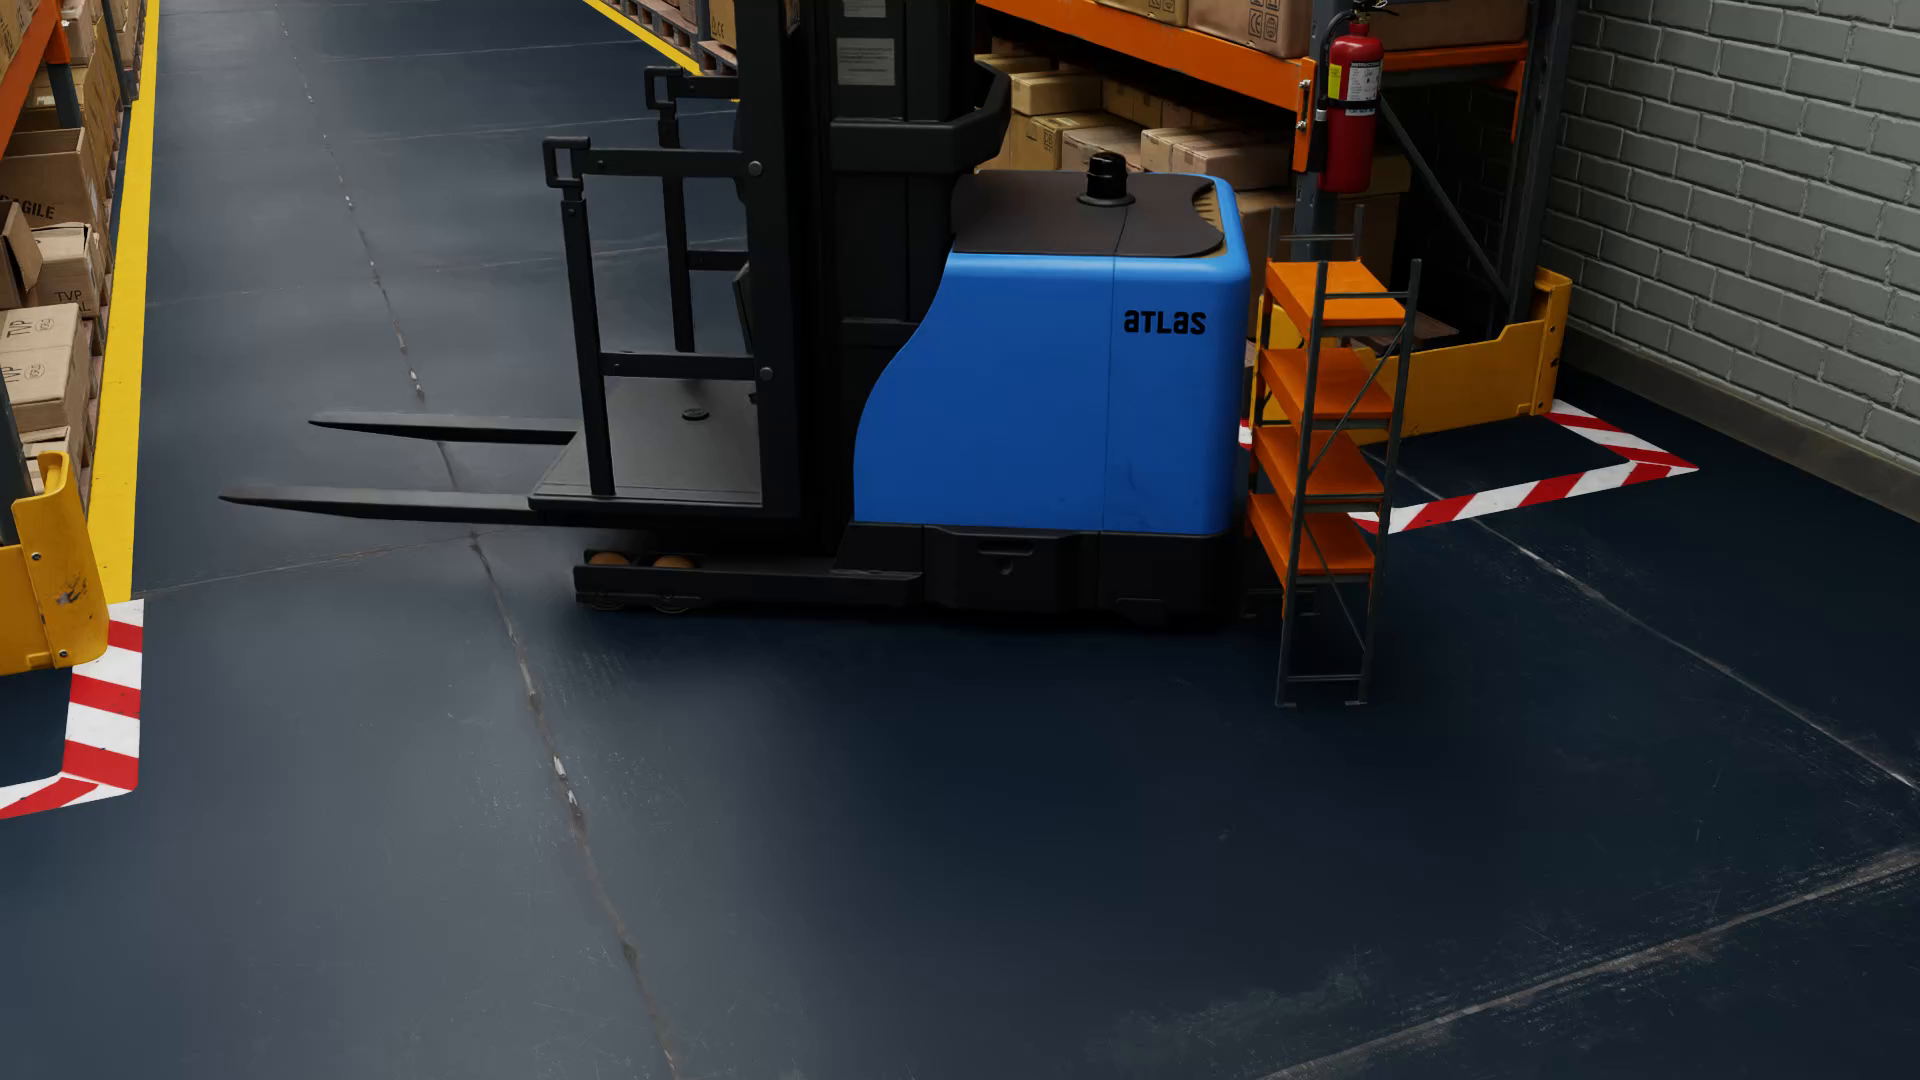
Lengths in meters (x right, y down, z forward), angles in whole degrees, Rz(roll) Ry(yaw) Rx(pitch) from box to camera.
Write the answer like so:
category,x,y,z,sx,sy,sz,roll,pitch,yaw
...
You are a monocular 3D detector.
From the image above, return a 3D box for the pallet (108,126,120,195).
category,x,y,z,sx,sy,sz,roll,pitch,yaw
pallet,-5.327,-2.133,9.378,1.003,0.211,1.213,-11,28,-21

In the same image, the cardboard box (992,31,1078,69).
category,x,y,z,sx,sy,sz,roll,pitch,yaw
cardboard box,0.389,-2.554,8.693,0.380,0.149,0.250,-11,28,-21

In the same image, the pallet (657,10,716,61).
category,x,y,z,sx,sy,sz,roll,pitch,yaw
pallet,-1.806,-4.101,13.409,1.003,0.211,1.213,-11,28,-21

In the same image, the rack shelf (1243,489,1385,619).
category,x,y,z,sx,sy,sz,roll,pitch,yaw
rack shelf,0.933,0.027,4.434,0.258,0.148,0.480,-1,26,-3

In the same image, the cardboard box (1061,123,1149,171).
category,x,y,z,sx,sy,sz,roll,pitch,yaw
cardboard box,0.871,-1.545,7.365,0.700,0.500,0.500,-12,28,-22

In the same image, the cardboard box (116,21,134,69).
category,x,y,z,sx,sy,sz,roll,pitch,yaw
cardboard box,-5.993,-3.401,11.452,0.500,0.250,0.500,-11,28,-21

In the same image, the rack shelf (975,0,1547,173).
category,x,y,z,sx,sy,sz,roll,pitch,yaw
rack shelf,0.848,-2.293,7.348,1.077,0.370,4.000,-11,28,-21

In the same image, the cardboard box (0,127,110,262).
category,x,y,z,sx,sy,sz,roll,pitch,yaw
cardboard box,-4.008,-1.464,7.178,0.500,0.500,0.500,-11,28,-21

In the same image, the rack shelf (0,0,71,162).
category,x,y,z,sx,sy,sz,roll,pitch,yaw
rack shelf,-3.709,-1.440,5.601,1.077,0.370,4.000,-11,28,-21

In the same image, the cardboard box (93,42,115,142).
category,x,y,z,sx,sy,sz,roll,pitch,yaw
cardboard box,-5.063,-2.503,9.306,0.500,0.500,0.500,-12,28,-23

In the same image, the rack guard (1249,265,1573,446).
category,x,y,z,sx,sy,sz,roll,pitch,yaw
rack guard,1.641,-0.676,6.065,1.175,0.500,0.348,-11,28,-21

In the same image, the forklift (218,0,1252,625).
category,x,y,z,sx,sy,sz,roll,pitch,yaw
forklift,-0.699,-1.331,4.635,3.031,2.935,1.130,2,26,5

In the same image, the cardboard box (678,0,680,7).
category,x,y,z,sx,sy,sz,roll,pitch,yaw
cardboard box,-1.926,-4.623,13.646,0.700,0.500,0.500,-11,28,-21

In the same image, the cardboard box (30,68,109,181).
category,x,y,z,sx,sy,sz,roll,pitch,yaw
cardboard box,-4.676,-2.096,8.472,0.500,0.500,0.500,-10,28,-20

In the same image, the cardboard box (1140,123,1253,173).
category,x,y,z,sx,sy,sz,roll,pitch,yaw
cardboard box,0.946,-1.555,6.647,0.380,0.149,0.250,-10,28,-19

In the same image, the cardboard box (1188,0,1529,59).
category,x,y,z,sx,sy,sz,roll,pitch,yaw
cardboard box,1.422,-2.148,5.888,0.980,0.700,0.700,-9,28,-18

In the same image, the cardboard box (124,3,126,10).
category,x,y,z,sx,sy,sz,roll,pitch,yaw
cardboard box,-6.207,-3.863,11.760,0.500,0.311,0.500,-11,28,-22

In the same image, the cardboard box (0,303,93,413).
category,x,y,z,sx,sy,sz,roll,pitch,yaw
cardboard box,-3.269,-0.590,5.673,0.500,0.250,0.500,-11,28,-21

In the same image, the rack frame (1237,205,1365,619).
category,x,y,z,sx,sy,sz,roll,pitch,yaw
rack frame,0.921,-0.319,4.536,0.240,1.200,0.015,-1,26,-3

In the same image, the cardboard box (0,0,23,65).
category,x,y,z,sx,sy,sz,roll,pitch,yaw
cardboard box,-3.452,-1.838,5.482,0.500,0.500,0.500,-10,28,-20

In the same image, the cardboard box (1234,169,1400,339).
category,x,y,z,sx,sy,sz,roll,pitch,yaw
cardboard box,1.265,-1.140,6.536,0.700,0.500,0.500,-11,28,-21

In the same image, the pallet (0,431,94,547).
category,x,y,z,sx,sy,sz,roll,pitch,yaw
pallet,-3.268,-0.055,5.123,1.003,0.211,1.213,-11,28,-21

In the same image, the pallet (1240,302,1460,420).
category,x,y,z,sx,sy,sz,roll,pitch,yaw
pallet,1.246,-0.865,6.781,1.003,0.211,1.213,-11,28,-21

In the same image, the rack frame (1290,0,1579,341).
category,x,y,z,sx,sy,sz,roll,pitch,yaw
rack frame,1.631,-1.809,5.536,1.000,3.000,0.127,-11,28,-21

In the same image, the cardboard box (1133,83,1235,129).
category,x,y,z,sx,sy,sz,roll,pitch,yaw
cardboard box,1.000,-1.927,7.408,0.380,0.149,0.250,-10,28,-20

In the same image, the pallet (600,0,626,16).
category,x,y,z,sx,sy,sz,roll,pitch,yaw
pallet,-2.762,-5.086,15.427,1.003,0.211,1.213,-11,28,-21

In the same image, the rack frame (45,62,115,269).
category,x,y,z,sx,sy,sz,roll,pitch,yaw
rack frame,-4.492,-2.571,7.097,1.000,3.000,0.127,-11,28,-21

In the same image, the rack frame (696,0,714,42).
category,x,y,z,sx,sy,sz,roll,pitch,yaw
rack frame,-1.502,-5.039,12.151,1.000,3.000,0.127,-11,28,-21

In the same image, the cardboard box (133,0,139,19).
category,x,y,z,sx,sy,sz,roll,pitch,yaw
cardboard box,-6.799,-4.225,13.140,0.500,0.250,0.500,-10,28,-19

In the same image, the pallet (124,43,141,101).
category,x,y,z,sx,sy,sz,roll,pitch,yaw
pallet,-6.345,-3.272,11.711,1.003,0.211,1.213,-11,28,-21

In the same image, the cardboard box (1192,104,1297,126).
category,x,y,z,sx,sy,sz,roll,pitch,yaw
cardboard box,1.201,-1.721,6.986,0.380,0.149,0.250,-10,28,-20

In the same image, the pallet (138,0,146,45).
category,x,y,z,sx,sy,sz,roll,pitch,yaw
pallet,-7.300,-4.257,13.728,1.003,0.211,1.213,-11,28,-21

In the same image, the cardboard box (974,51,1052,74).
category,x,y,z,sx,sy,sz,roll,pitch,yaw
cardboard box,0.229,-2.291,8.156,0.380,0.149,0.250,-10,28,-19

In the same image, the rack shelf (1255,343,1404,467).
category,x,y,z,sx,sy,sz,roll,pitch,yaw
rack shelf,0.933,-0.353,4.248,0.258,0.148,0.480,-1,26,-3

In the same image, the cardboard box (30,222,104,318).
category,x,y,z,sx,sy,sz,roll,pitch,yaw
cardboard box,-3.714,-1.076,6.599,0.500,0.311,0.500,-11,28,-21

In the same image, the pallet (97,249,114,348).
category,x,y,z,sx,sy,sz,roll,pitch,yaw
pallet,-4.224,-1.040,7.141,1.003,0.211,1.213,-11,28,-21

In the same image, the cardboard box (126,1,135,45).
category,x,y,z,sx,sy,sz,roll,pitch,yaw
cardboard box,-6.400,-3.812,12.295,0.500,0.250,0.500,-11,28,-22

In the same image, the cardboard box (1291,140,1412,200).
category,x,y,z,sx,sy,sz,roll,pitch,yaw
cardboard box,1.498,-1.415,6.361,0.380,0.149,0.250,-10,28,-20

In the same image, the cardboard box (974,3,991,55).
category,x,y,z,sx,sy,sz,roll,pitch,yaw
cardboard box,-0.310,-2.886,9.715,0.750,0.750,0.750,-10,28,-20

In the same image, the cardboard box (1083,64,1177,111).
category,x,y,z,sx,sy,sz,roll,pitch,yaw
cardboard box,0.799,-2.133,7.831,0.380,0.149,0.250,-10,28,-20

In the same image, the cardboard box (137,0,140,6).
category,x,y,z,sx,sy,sz,roll,pitch,yaw
cardboard box,-7.196,-4.636,13.982,0.500,0.250,0.500,-11,28,-21

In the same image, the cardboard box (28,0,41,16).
category,x,y,z,sx,sy,sz,roll,pitch,yaw
cardboard box,-3.857,-2.250,6.326,0.500,0.500,0.500,-10,28,-19

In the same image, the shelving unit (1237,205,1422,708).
category,x,y,z,sx,sy,sz,roll,pitch,yaw
shelving unit,0.933,-0.212,4.317,0.258,1.200,0.503,-1,26,-3

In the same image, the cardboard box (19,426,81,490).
category,x,y,z,sx,sy,sz,roll,pitch,yaw
cardboard box,-2.871,-0.210,4.989,0.380,0.166,0.250,-11,28,-21

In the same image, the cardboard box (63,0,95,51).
category,x,y,z,sx,sy,sz,roll,pitch,yaw
cardboard box,-5.046,-2.826,9.112,0.500,0.250,0.500,-11,28,-22

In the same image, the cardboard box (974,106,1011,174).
category,x,y,z,sx,sy,sz,roll,pitch,yaw
cardboard box,0.457,-1.966,8.229,0.700,0.500,0.500,-11,28,-21

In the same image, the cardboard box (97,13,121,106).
category,x,y,z,sx,sy,sz,roll,pitch,yaw
cardboard box,-5.476,-2.923,10.166,0.500,0.500,0.500,-9,28,-19

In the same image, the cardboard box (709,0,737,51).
category,x,y,z,sx,sy,sz,roll,pitch,yaw
cardboard box,-1.335,-3.942,11.876,0.750,0.750,0.750,-11,28,-21
